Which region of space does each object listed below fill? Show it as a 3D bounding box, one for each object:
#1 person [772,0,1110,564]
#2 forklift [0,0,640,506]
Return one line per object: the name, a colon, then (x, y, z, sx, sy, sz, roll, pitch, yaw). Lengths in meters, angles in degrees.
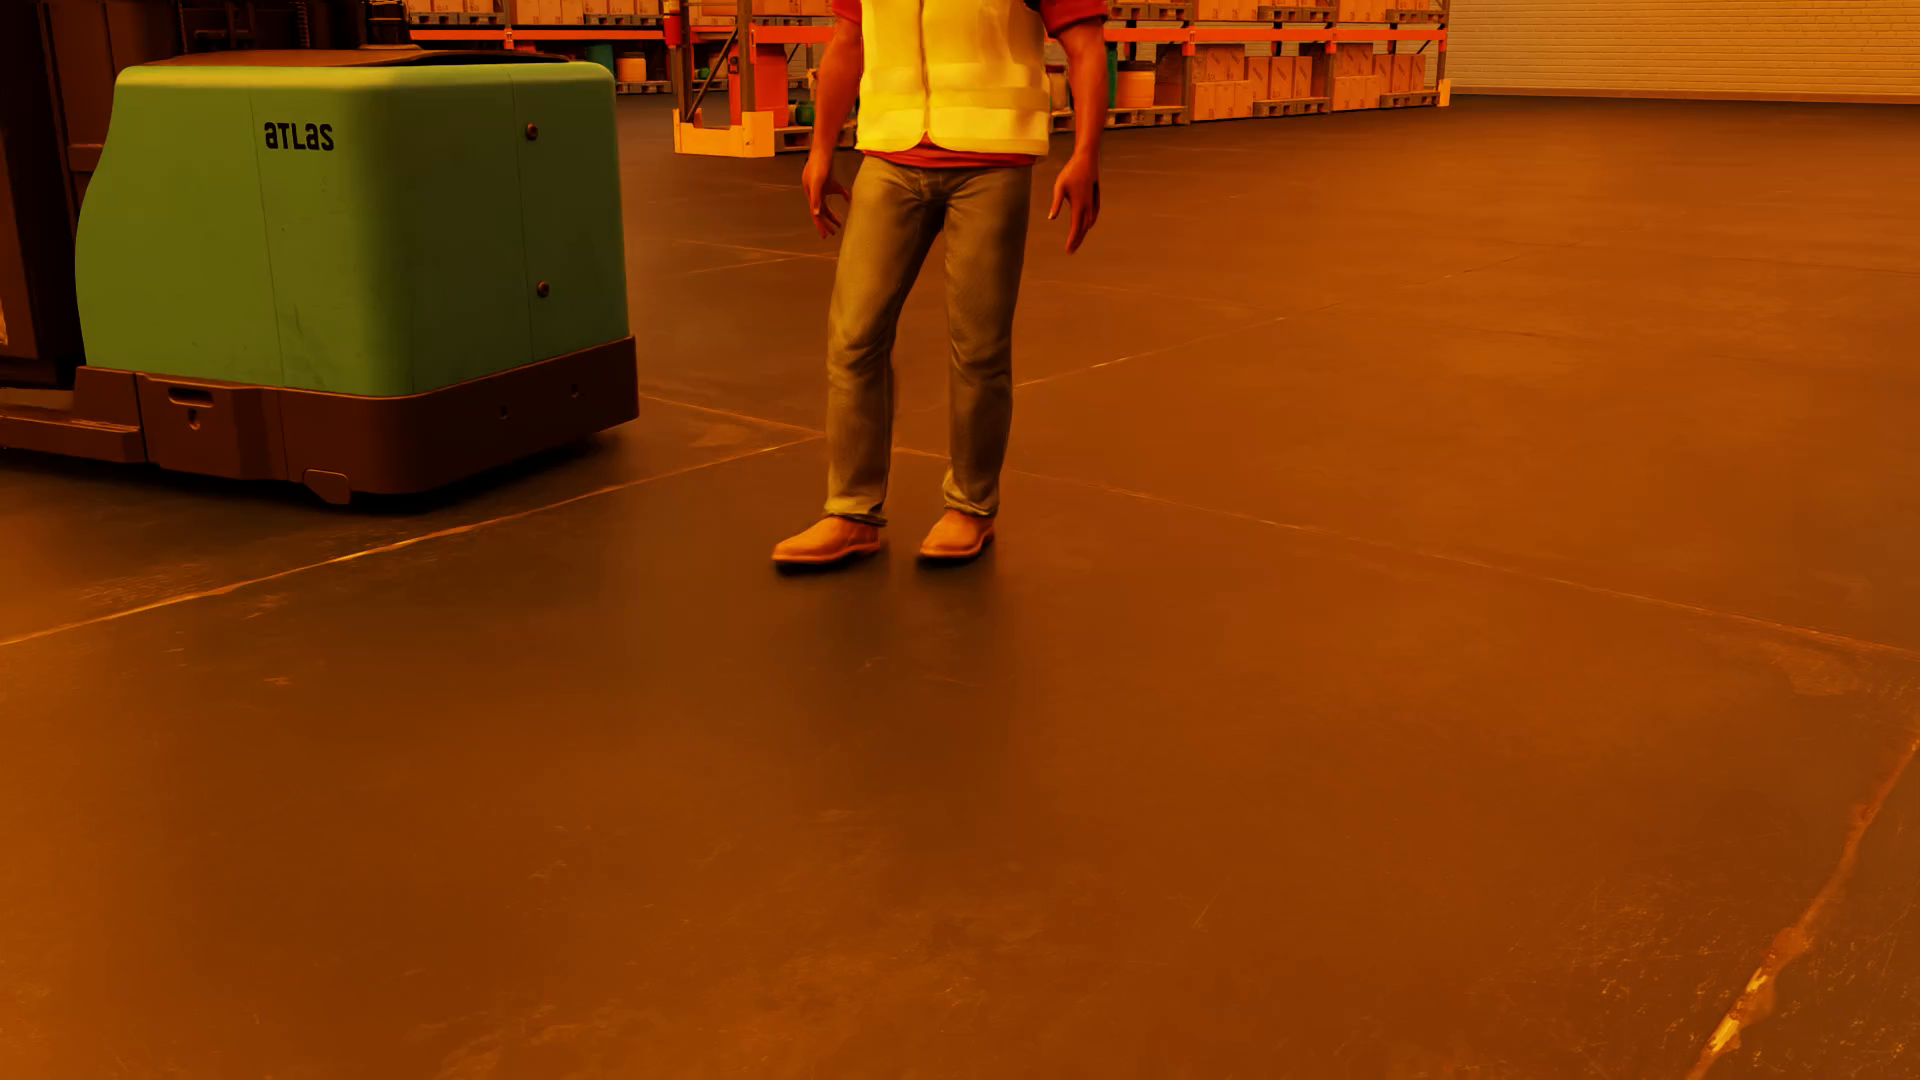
person: (-0.038, -0.794, 3.561, 0.718, 1.761, 0.525, 6, 18, 18)
forklift: (-2.506, -1.752, 4.667, 3.031, 2.935, 1.130, 7, 18, 23)
